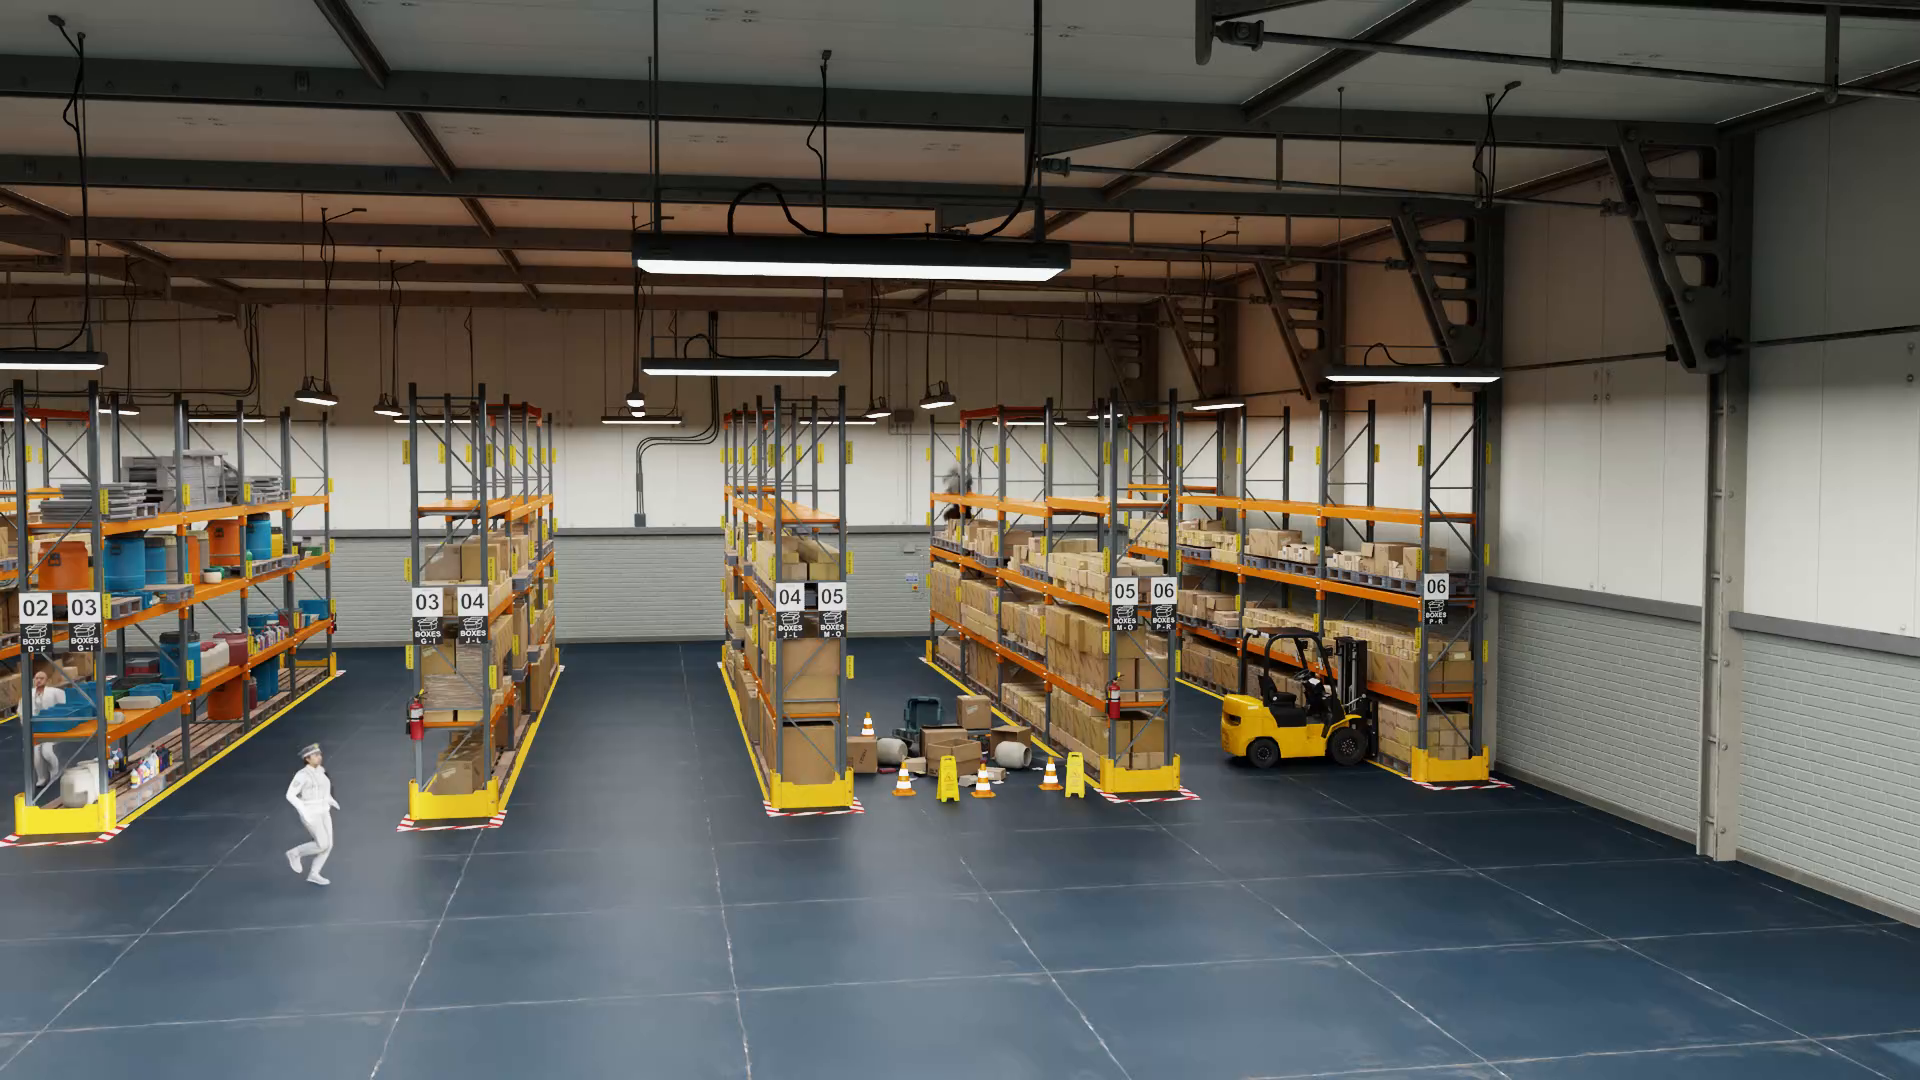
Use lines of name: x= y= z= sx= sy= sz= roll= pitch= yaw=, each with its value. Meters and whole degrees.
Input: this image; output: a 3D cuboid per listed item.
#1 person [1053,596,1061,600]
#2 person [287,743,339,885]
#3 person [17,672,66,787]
person: x=1.997 y=1.936 z=37.662 sx=0.657 sy=1.899 sz=0.742 roll=-1 pitch=3 yaw=-21
person: x=-7.572 y=3.198 z=19.468 sx=0.554 sy=1.660 sz=0.616 roll=1 pitch=3 yaw=16
person: x=-13.873 y=2.954 z=25.112 sx=0.703 sy=1.535 sz=0.654 roll=-1 pitch=3 yaw=-14
